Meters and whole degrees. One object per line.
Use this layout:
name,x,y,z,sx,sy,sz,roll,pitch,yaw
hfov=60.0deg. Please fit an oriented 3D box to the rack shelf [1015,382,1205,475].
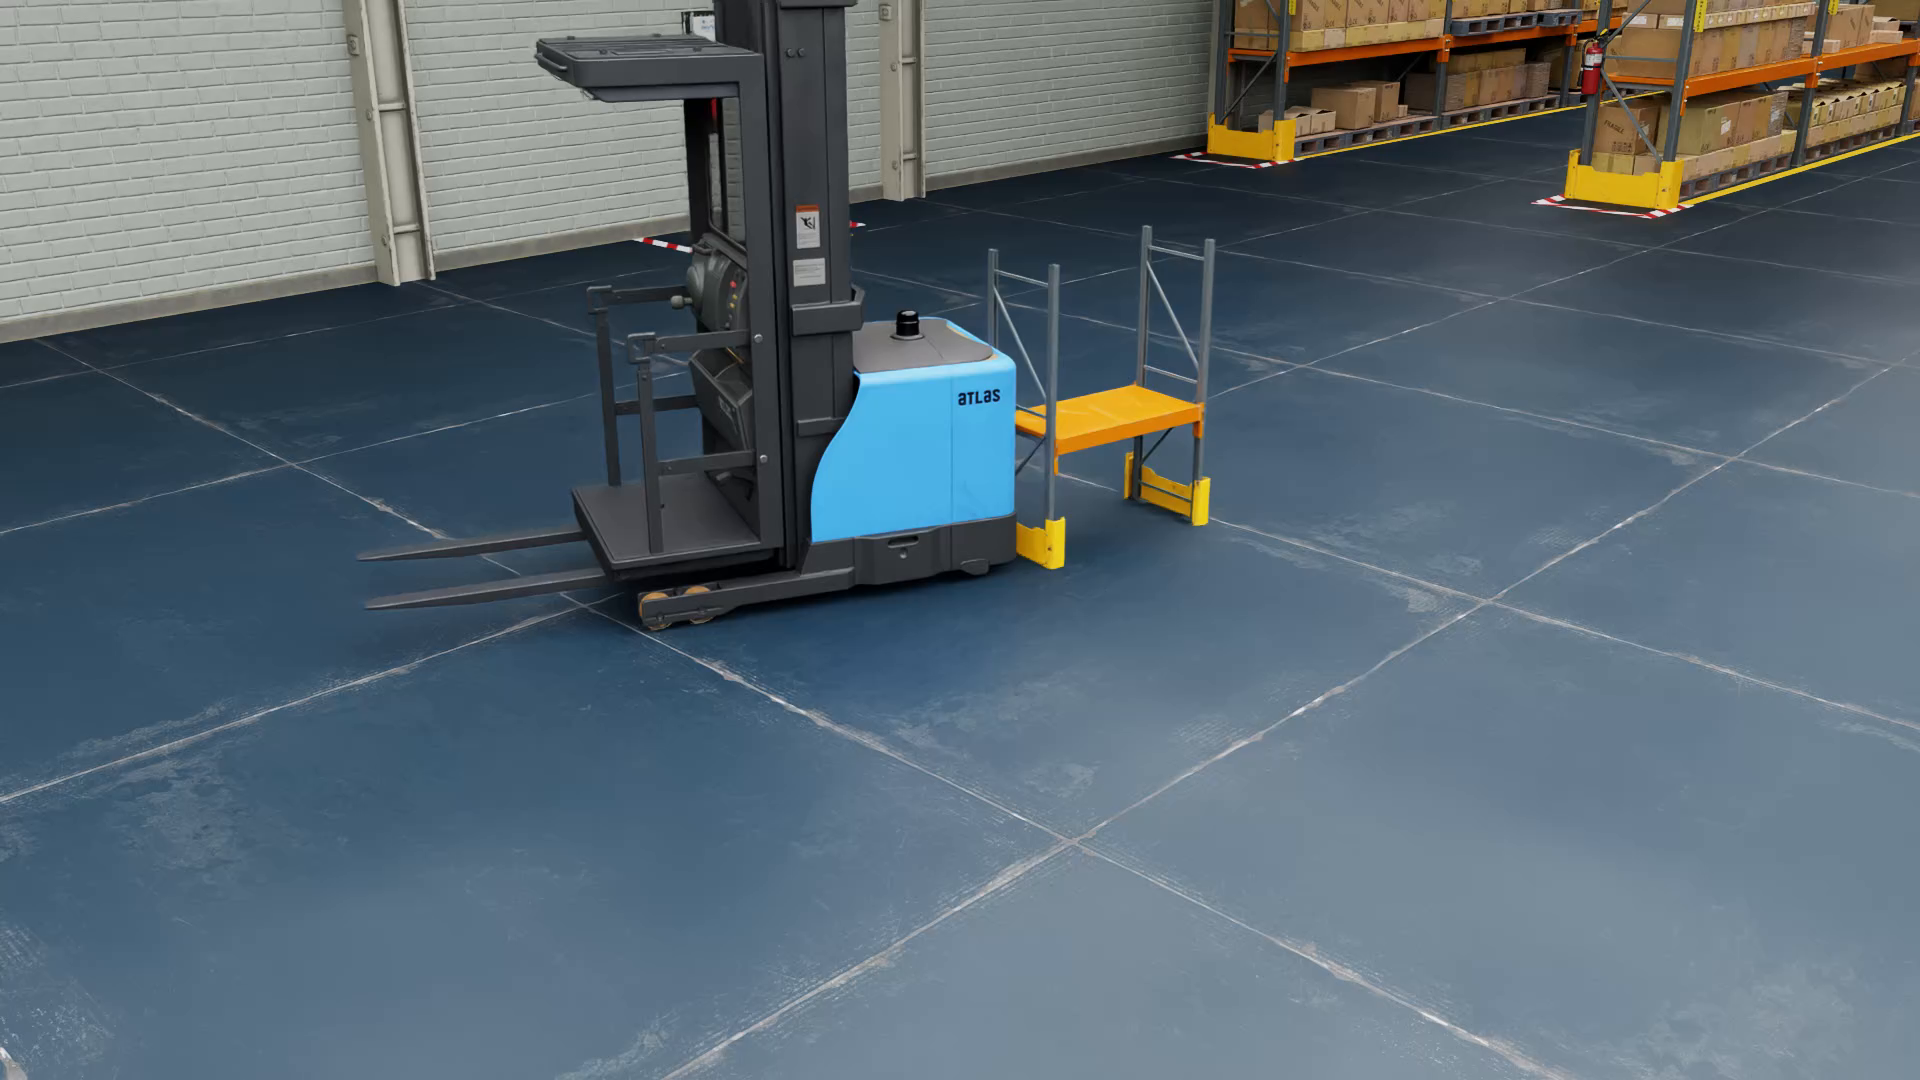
rack shelf,0.704,-0.584,8.506,1.000,0.185,0.538,-15,26,-34

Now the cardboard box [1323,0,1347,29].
cardboard box,4.592,-6.812,21.252,0.500,0.500,0.500,19,28,41

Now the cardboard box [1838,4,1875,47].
cardboard box,11.665,-6.779,21.892,0.500,0.500,0.500,17,27,38

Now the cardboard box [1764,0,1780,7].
cardboard box,9.027,-6.417,19.142,0.700,0.500,0.500,19,28,41

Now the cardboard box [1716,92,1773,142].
cardboard box,9.164,-4.973,19.535,0.500,0.500,0.500,19,28,41

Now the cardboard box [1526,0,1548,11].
cardboard box,8.581,-8.385,25.456,0.700,0.500,0.500,16,26,36

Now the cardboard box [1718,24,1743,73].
cardboard box,8.292,-5.537,18.661,0.700,0.500,0.500,19,28,41

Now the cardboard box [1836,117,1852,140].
cardboard box,11.210,-5.359,21.583,0.500,0.250,0.500,18,28,39

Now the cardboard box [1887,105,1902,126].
cardboard box,12.632,-5.884,22.950,0.500,0.250,0.500,-19,28,-41

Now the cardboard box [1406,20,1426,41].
cardboard box,6.015,-6.994,22.772,0.500,0.250,0.500,19,28,41

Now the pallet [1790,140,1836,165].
pallet,10.520,-5.037,21.386,1.003,0.211,1.213,19,28,41

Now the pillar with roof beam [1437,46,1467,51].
pillar with roof beam,10.830,-10.012,22.080,9.100,9.000,0.400,19,28,41

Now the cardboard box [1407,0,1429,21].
cardboard box,6.030,-7.339,22.624,0.500,0.500,0.500,19,28,40

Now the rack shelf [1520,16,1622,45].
rack shelf,10.668,-8.585,27.732,1.077,0.370,4.000,19,28,41

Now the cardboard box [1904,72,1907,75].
cardboard box,13.670,-6.639,24.536,0.500,0.500,0.500,18,27,39

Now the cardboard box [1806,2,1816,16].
cardboard box,9.998,-6.366,19.912,0.380,0.149,0.250,19,28,41

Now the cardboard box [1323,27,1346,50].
cardboard box,4.612,-6.473,21.415,0.500,0.250,0.500,18,28,39

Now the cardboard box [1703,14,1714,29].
cardboard box,7.854,-5.576,17.858,0.380,0.149,0.250,18,28,39

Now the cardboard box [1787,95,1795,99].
cardboard box,10.469,-5.625,21.494,0.500,0.311,0.500,-19,28,-41

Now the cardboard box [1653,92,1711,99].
cardboard box,8.441,-4.975,19.540,0.500,0.500,0.500,19,28,41

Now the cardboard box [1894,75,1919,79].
cardboard box,13.708,-6.388,23.884,0.500,0.500,0.500,18,27,39

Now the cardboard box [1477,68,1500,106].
cardboard box,7.693,-6.877,25.156,0.700,0.500,0.500,20,28,41

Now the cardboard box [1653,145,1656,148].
cardboard box,7.746,-4.367,19.003,0.500,0.250,0.500,19,28,41

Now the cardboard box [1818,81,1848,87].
cardboard box,11.888,-6.144,22.844,0.500,0.311,0.500,18,28,39

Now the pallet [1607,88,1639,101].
pallet,10.727,-7.601,28.056,1.003,0.211,1.213,19,28,41

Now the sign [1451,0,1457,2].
sign,6.876,-7.649,23.087,0.100,0.325,0.005,19,28,41

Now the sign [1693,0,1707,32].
sign,7.637,-5.412,17.157,0.100,0.325,0.005,19,28,41

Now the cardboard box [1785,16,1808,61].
cardboard box,9.729,-6.071,20.048,0.700,0.500,0.500,18,28,39

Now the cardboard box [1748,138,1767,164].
cardboard box,9.173,-4.620,19.661,0.500,0.250,0.500,19,28,41

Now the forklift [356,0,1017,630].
forklift,-1.291,-1.177,7.551,3.031,2.935,1.130,-8,22,-20

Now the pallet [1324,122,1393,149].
pallet,5.188,-5.580,22.799,1.003,0.211,1.213,19,28,41

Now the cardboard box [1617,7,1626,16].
cardboard box,10.730,-8.722,27.409,0.380,0.149,0.250,19,28,41

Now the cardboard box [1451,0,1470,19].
cardboard box,6.862,-7.753,23.812,0.700,0.500,0.500,19,28,41

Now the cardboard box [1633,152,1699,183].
cardboard box,7.777,-4.106,18.324,0.500,0.250,0.500,19,28,41

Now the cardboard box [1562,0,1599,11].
cardboard box,9.795,-8.662,26.349,0.500,0.500,0.500,-19,28,-40

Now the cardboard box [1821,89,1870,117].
cardboard box,11.572,-5.753,21.828,0.500,0.311,0.500,-19,28,-41

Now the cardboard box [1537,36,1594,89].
cardboard box,9.880,-7.755,26.982,0.750,0.750,0.750,19,28,40

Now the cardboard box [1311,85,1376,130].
cardboard box,5.184,-5.867,22.528,0.700,0.500,0.500,17,27,37

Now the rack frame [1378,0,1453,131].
rack frame,6.482,-7.378,23.590,1.000,3.000,0.127,19,28,41

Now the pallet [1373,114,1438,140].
pallet,6.039,-5.895,23.619,1.003,0.211,1.213,19,28,41

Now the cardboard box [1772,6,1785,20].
cardboard box,9.287,-6.104,19.232,0.380,0.149,0.250,19,28,40

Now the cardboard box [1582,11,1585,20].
cardboard box,9.668,-8.325,26.376,0.380,0.149,0.250,19,28,40

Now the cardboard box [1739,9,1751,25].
cardboard box,8.569,-5.839,18.543,0.380,0.149,0.250,19,28,40

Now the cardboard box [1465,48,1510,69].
cardboard box,8.010,-7.333,25.297,0.500,0.250,0.500,19,28,40

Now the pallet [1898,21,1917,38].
pallet,13.247,-7.270,23.576,1.213,0.211,1.003,19,28,41

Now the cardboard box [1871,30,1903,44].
cardboard box,12.395,-6.750,22.306,0.380,0.149,0.250,19,28,41

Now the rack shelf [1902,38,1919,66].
rack shelf,14.220,-7.346,24.509,1.077,0.370,4.000,19,28,41

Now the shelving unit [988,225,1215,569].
shelving unit,0.711,-0.754,8.446,1.083,1.500,0.587,-15,26,-34

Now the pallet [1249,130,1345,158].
pallet,4.337,-5.268,21.987,1.003,0.211,1.213,19,28,41

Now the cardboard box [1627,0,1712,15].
cardboard box,7.615,-5.894,17.781,0.700,0.500,0.500,19,28,41
